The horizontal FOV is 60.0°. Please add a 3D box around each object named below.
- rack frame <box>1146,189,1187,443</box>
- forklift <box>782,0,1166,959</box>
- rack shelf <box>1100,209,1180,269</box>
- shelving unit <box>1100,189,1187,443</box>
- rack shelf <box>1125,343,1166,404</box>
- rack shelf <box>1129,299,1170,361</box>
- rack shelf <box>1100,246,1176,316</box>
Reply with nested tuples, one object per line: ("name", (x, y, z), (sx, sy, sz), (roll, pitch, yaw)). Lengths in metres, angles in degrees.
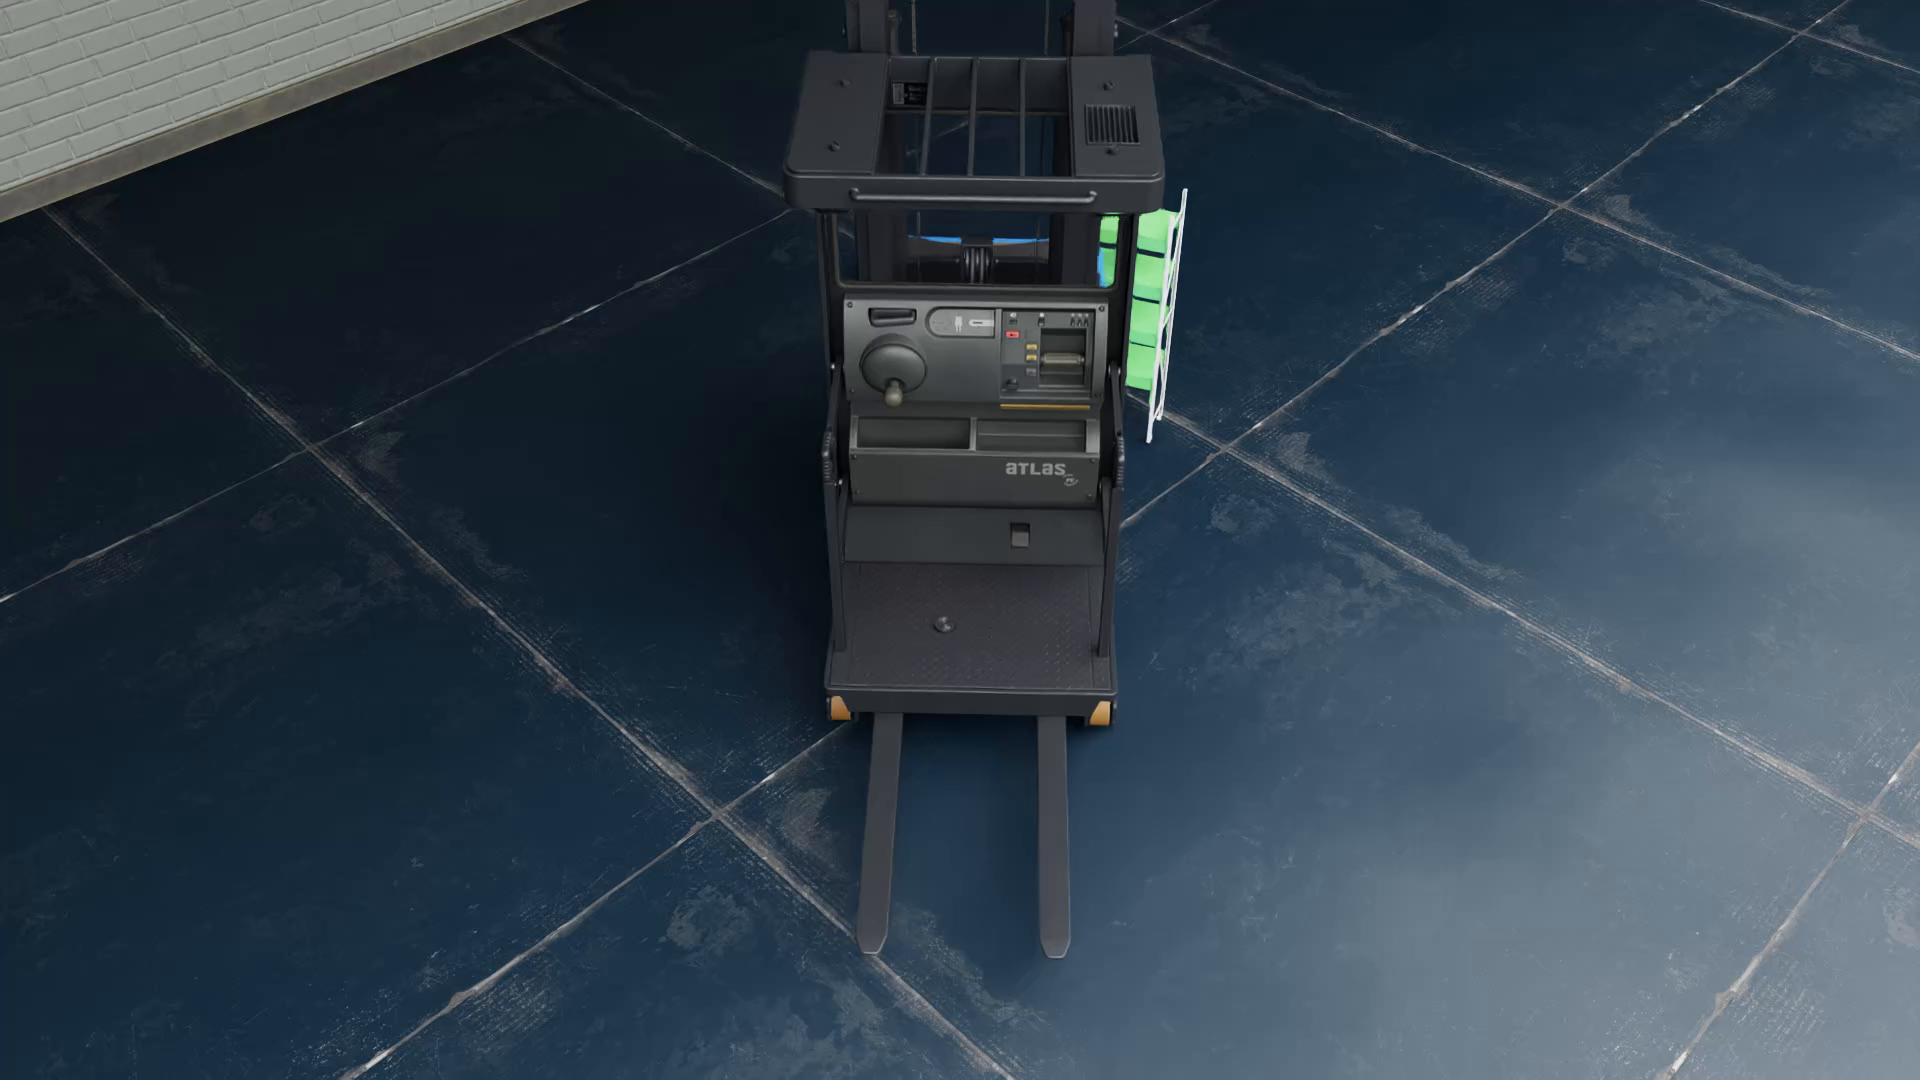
("rack frame", (0.919, -0.976, 7.418), (0.015, 1.200, 0.240), (14, 43, 14))
("forklift", (0.050, -0.578, 5.716), (1.130, 2.935, 3.031), (1, 43, 1))
("rack shelf", (0.693, -1.345, 7.203), (0.480, 0.148, 0.258), (14, 43, 14))
("shelving unit", (0.690, -1.033, 7.479), (0.503, 1.200, 0.258), (14, 43, 14))
("rack shelf", (0.687, -0.805, 7.680), (0.480, 0.148, 0.258), (14, 43, 14))
("rack shelf", (0.689, -0.985, 7.521), (0.480, 0.148, 0.258), (14, 43, 14))
("rack shelf", (0.691, -1.165, 7.362), (0.480, 0.148, 0.258), (14, 43, 14))
